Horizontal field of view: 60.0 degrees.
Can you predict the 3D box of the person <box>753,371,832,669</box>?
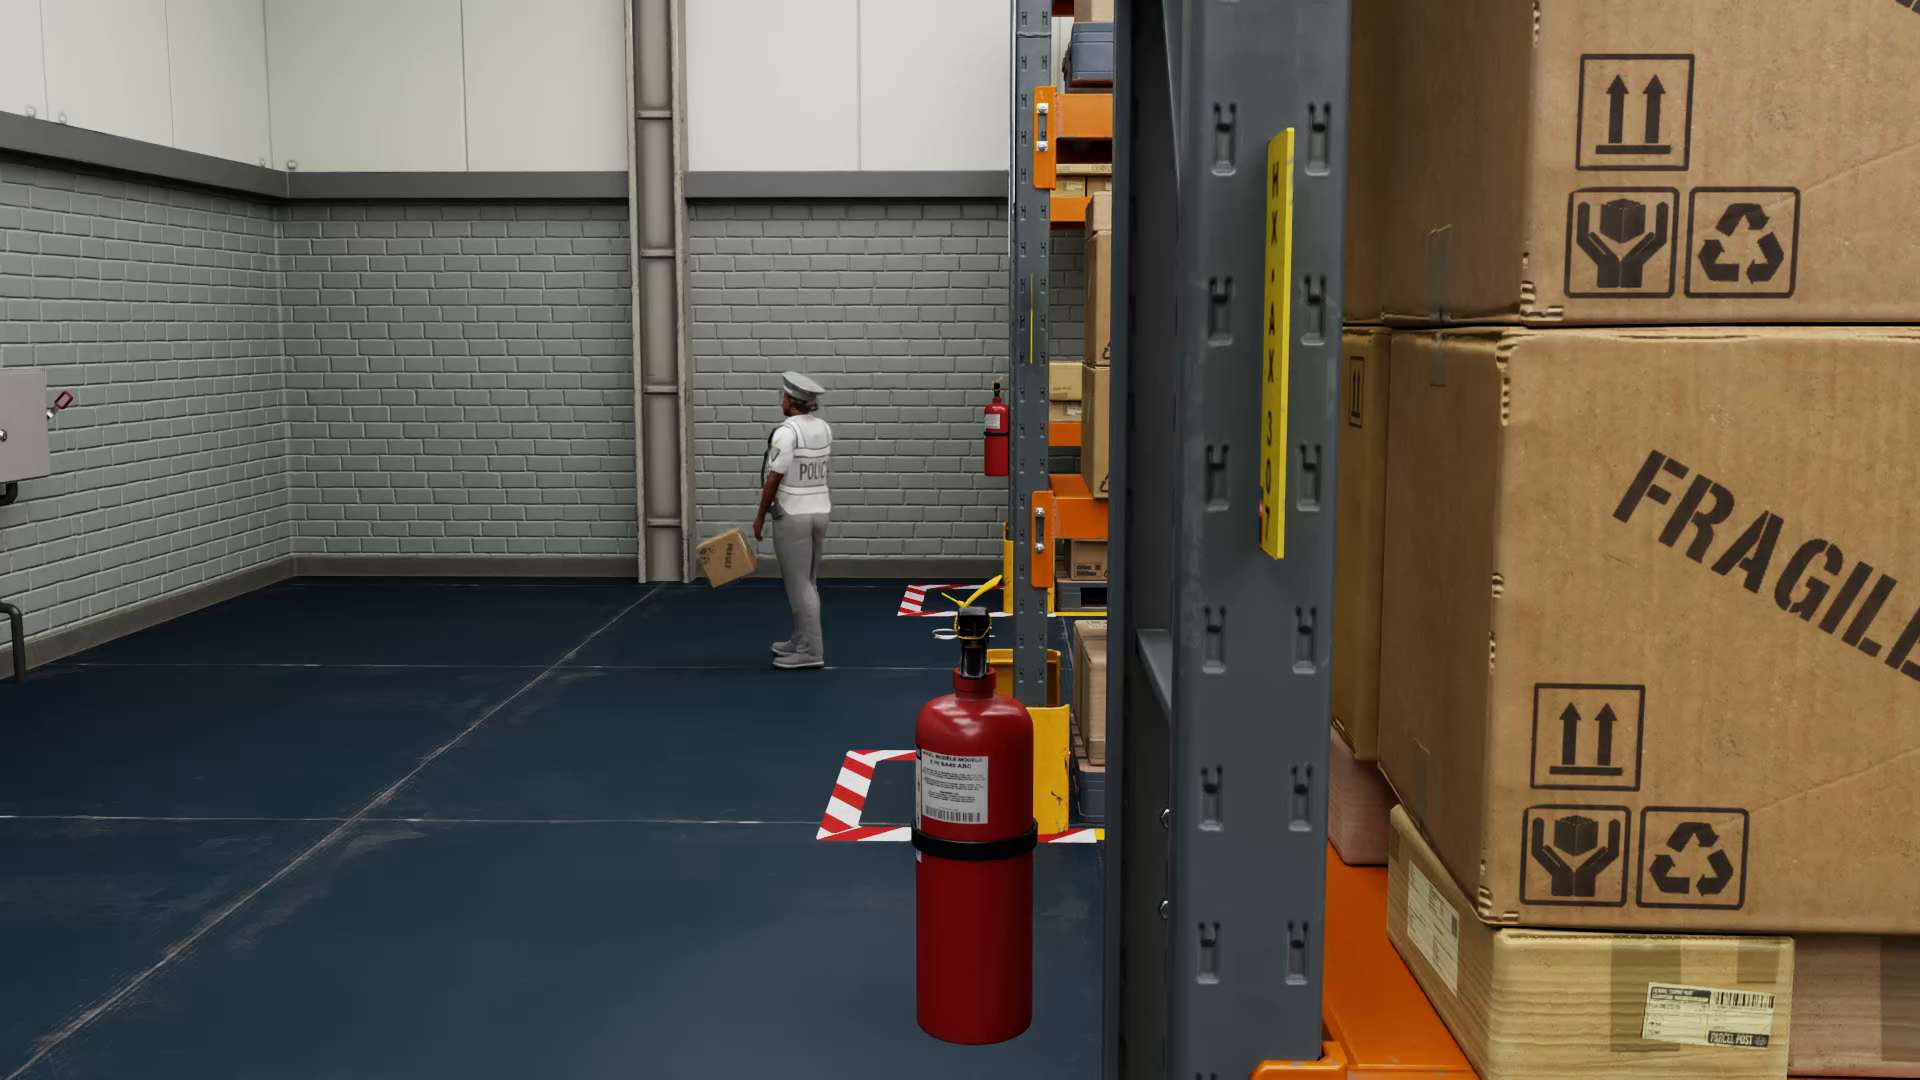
[{"bbox_3d":[-0.980,-0.128,9.595,0.542,1.687,0.524,5,9,33],"label":"person"}]
